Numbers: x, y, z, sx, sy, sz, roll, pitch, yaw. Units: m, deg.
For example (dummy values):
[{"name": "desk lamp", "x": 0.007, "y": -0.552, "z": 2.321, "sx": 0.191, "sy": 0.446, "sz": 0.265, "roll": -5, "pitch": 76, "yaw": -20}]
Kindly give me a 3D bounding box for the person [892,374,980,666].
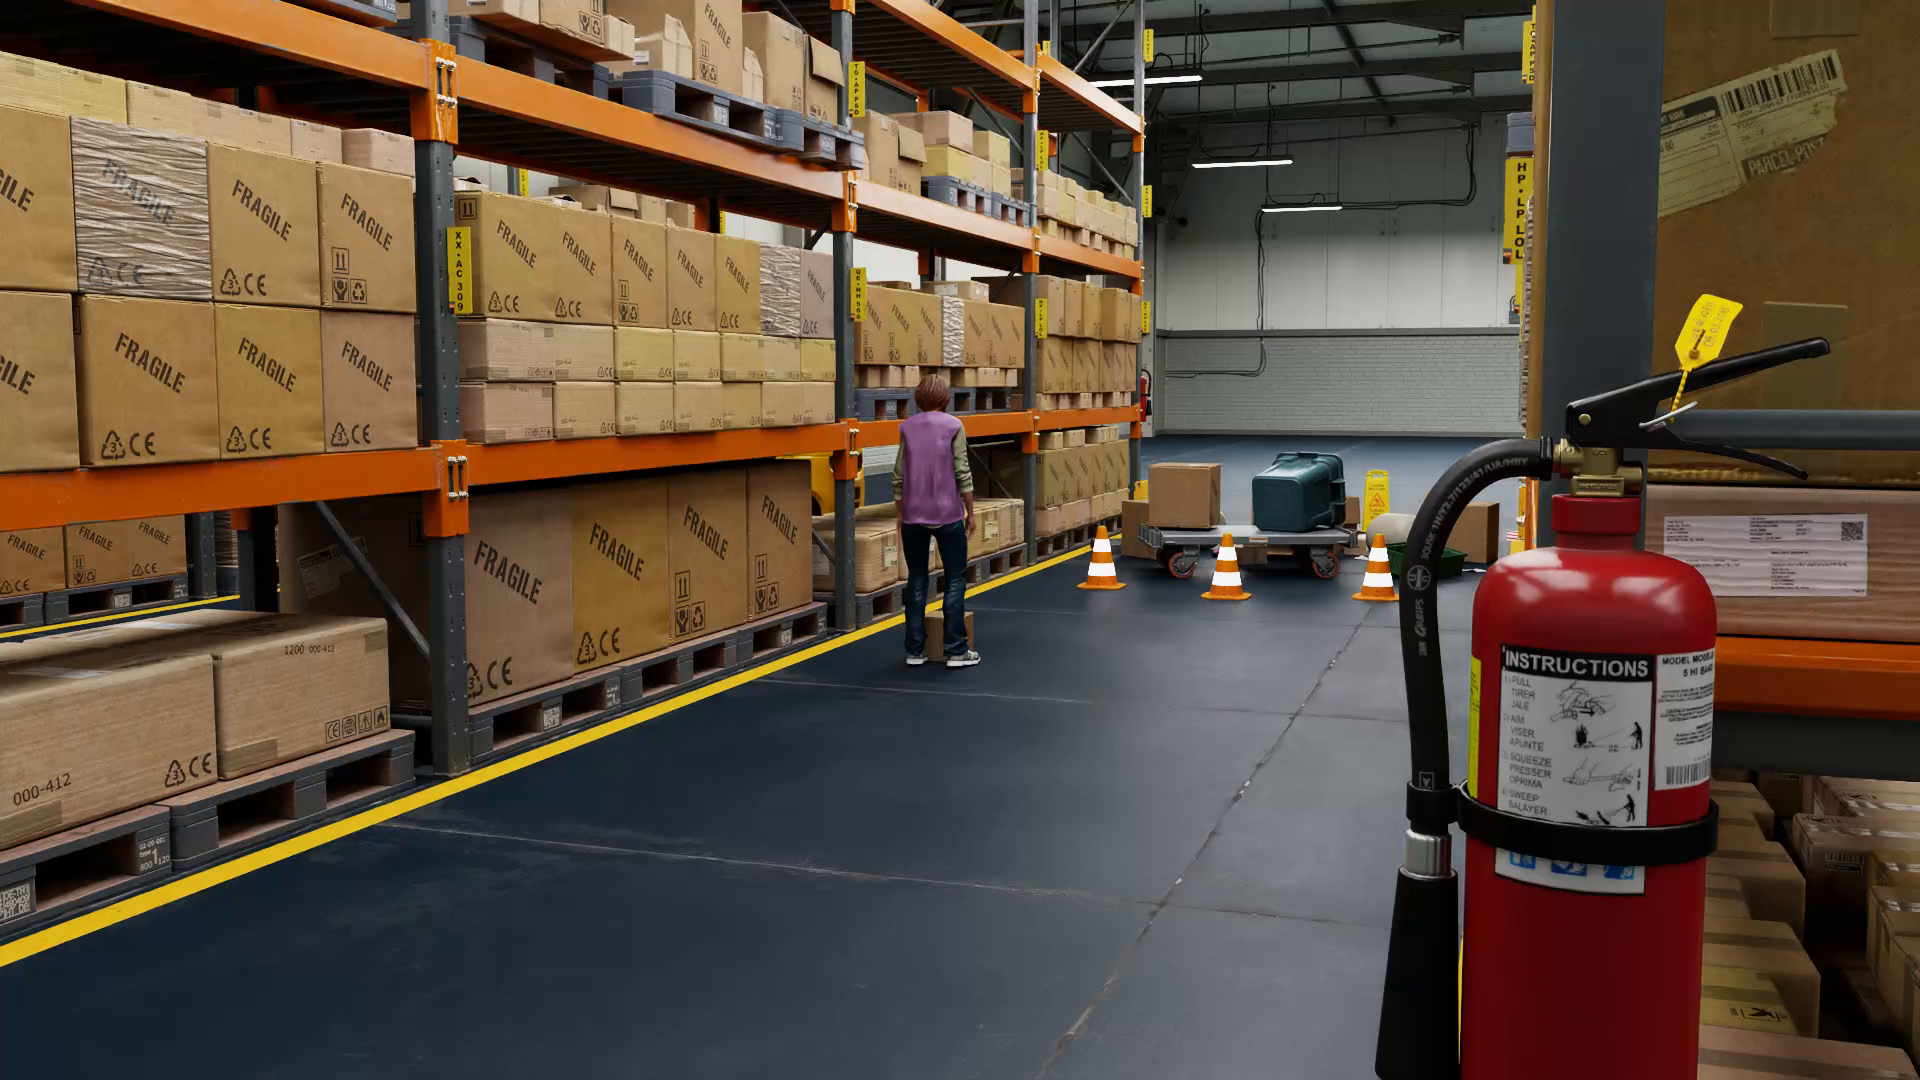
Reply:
[{"name": "person", "x": -0.144, "y": -0.099, "z": 9.062, "sx": 0.462, "sy": 1.581, "sz": 0.343, "roll": 2, "pitch": 6, "yaw": 16}]
